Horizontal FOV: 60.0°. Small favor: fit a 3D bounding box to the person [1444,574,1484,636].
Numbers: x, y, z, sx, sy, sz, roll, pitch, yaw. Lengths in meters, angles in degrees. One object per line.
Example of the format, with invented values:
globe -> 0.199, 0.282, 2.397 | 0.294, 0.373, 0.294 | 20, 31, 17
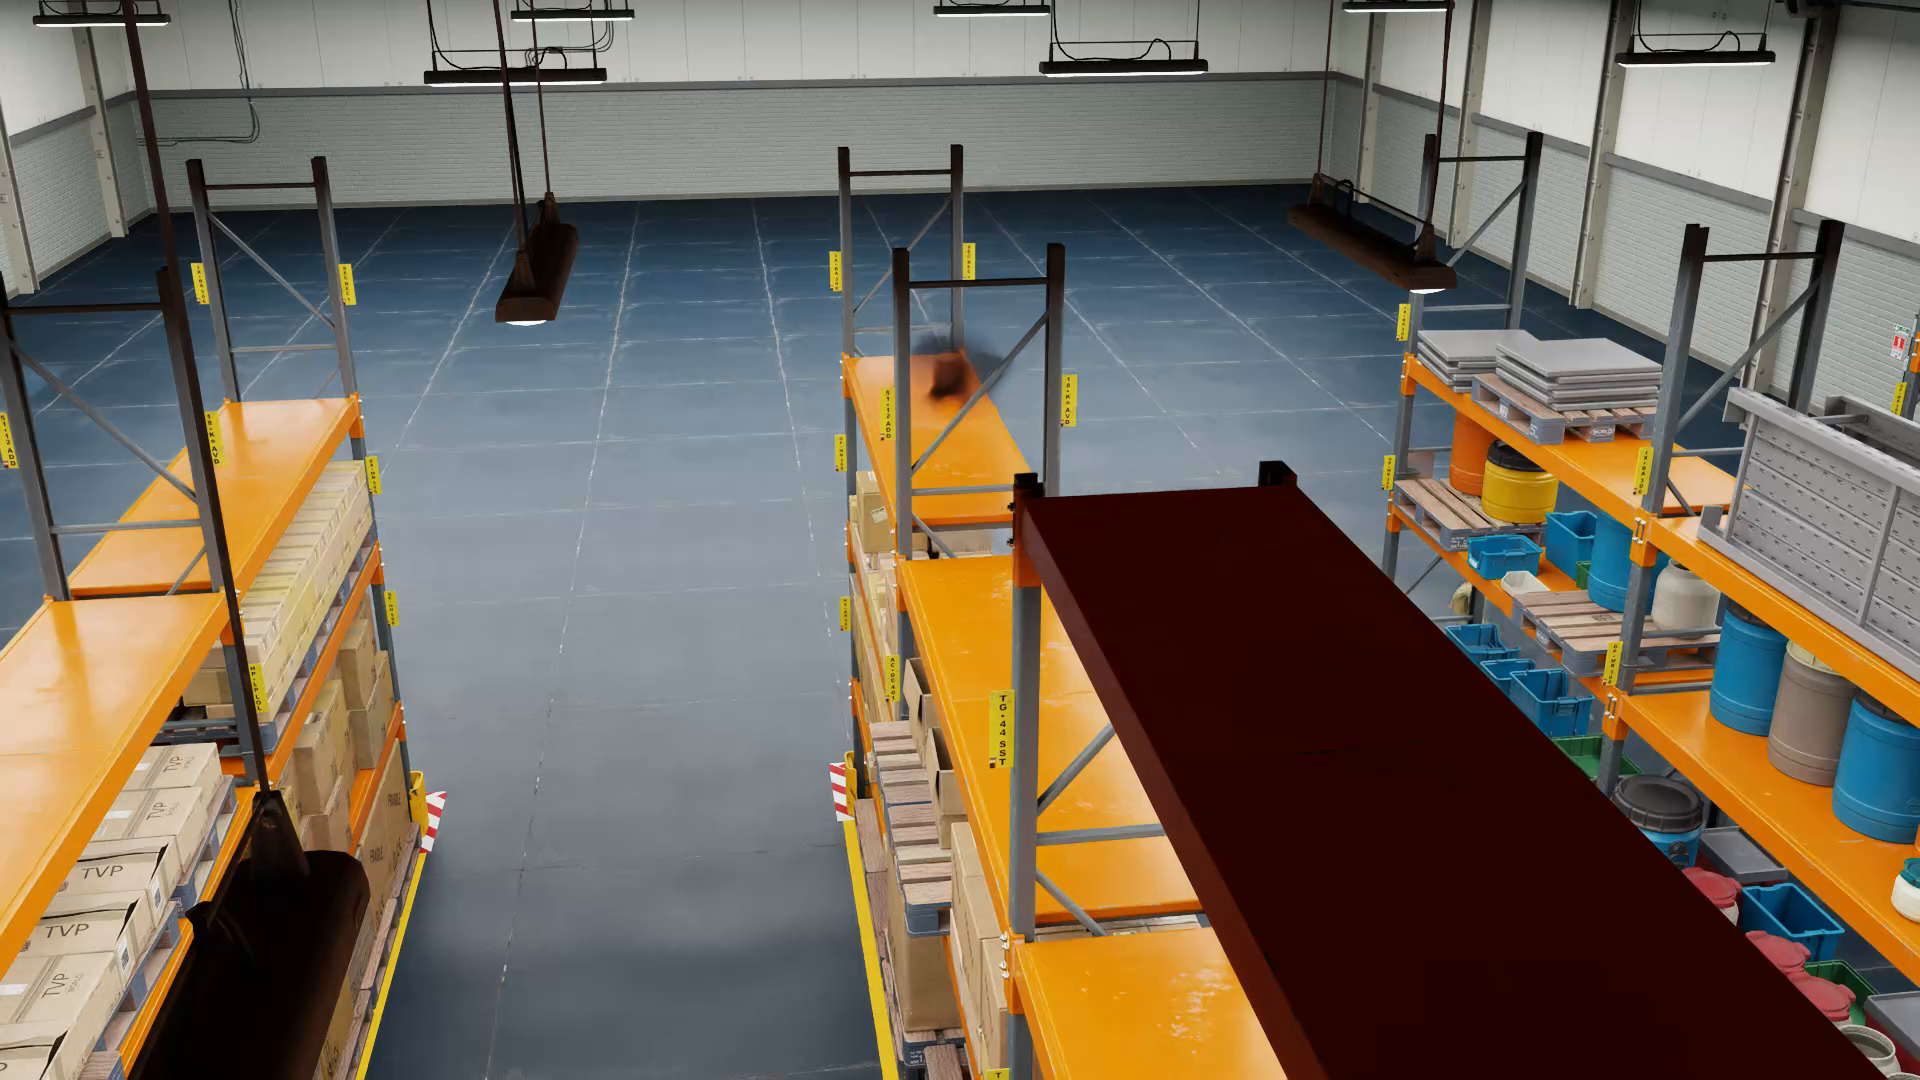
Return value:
person -> 5.205, 0.930, 17.065 | 0.767, 1.687, 0.646 | 18, 28, 38
